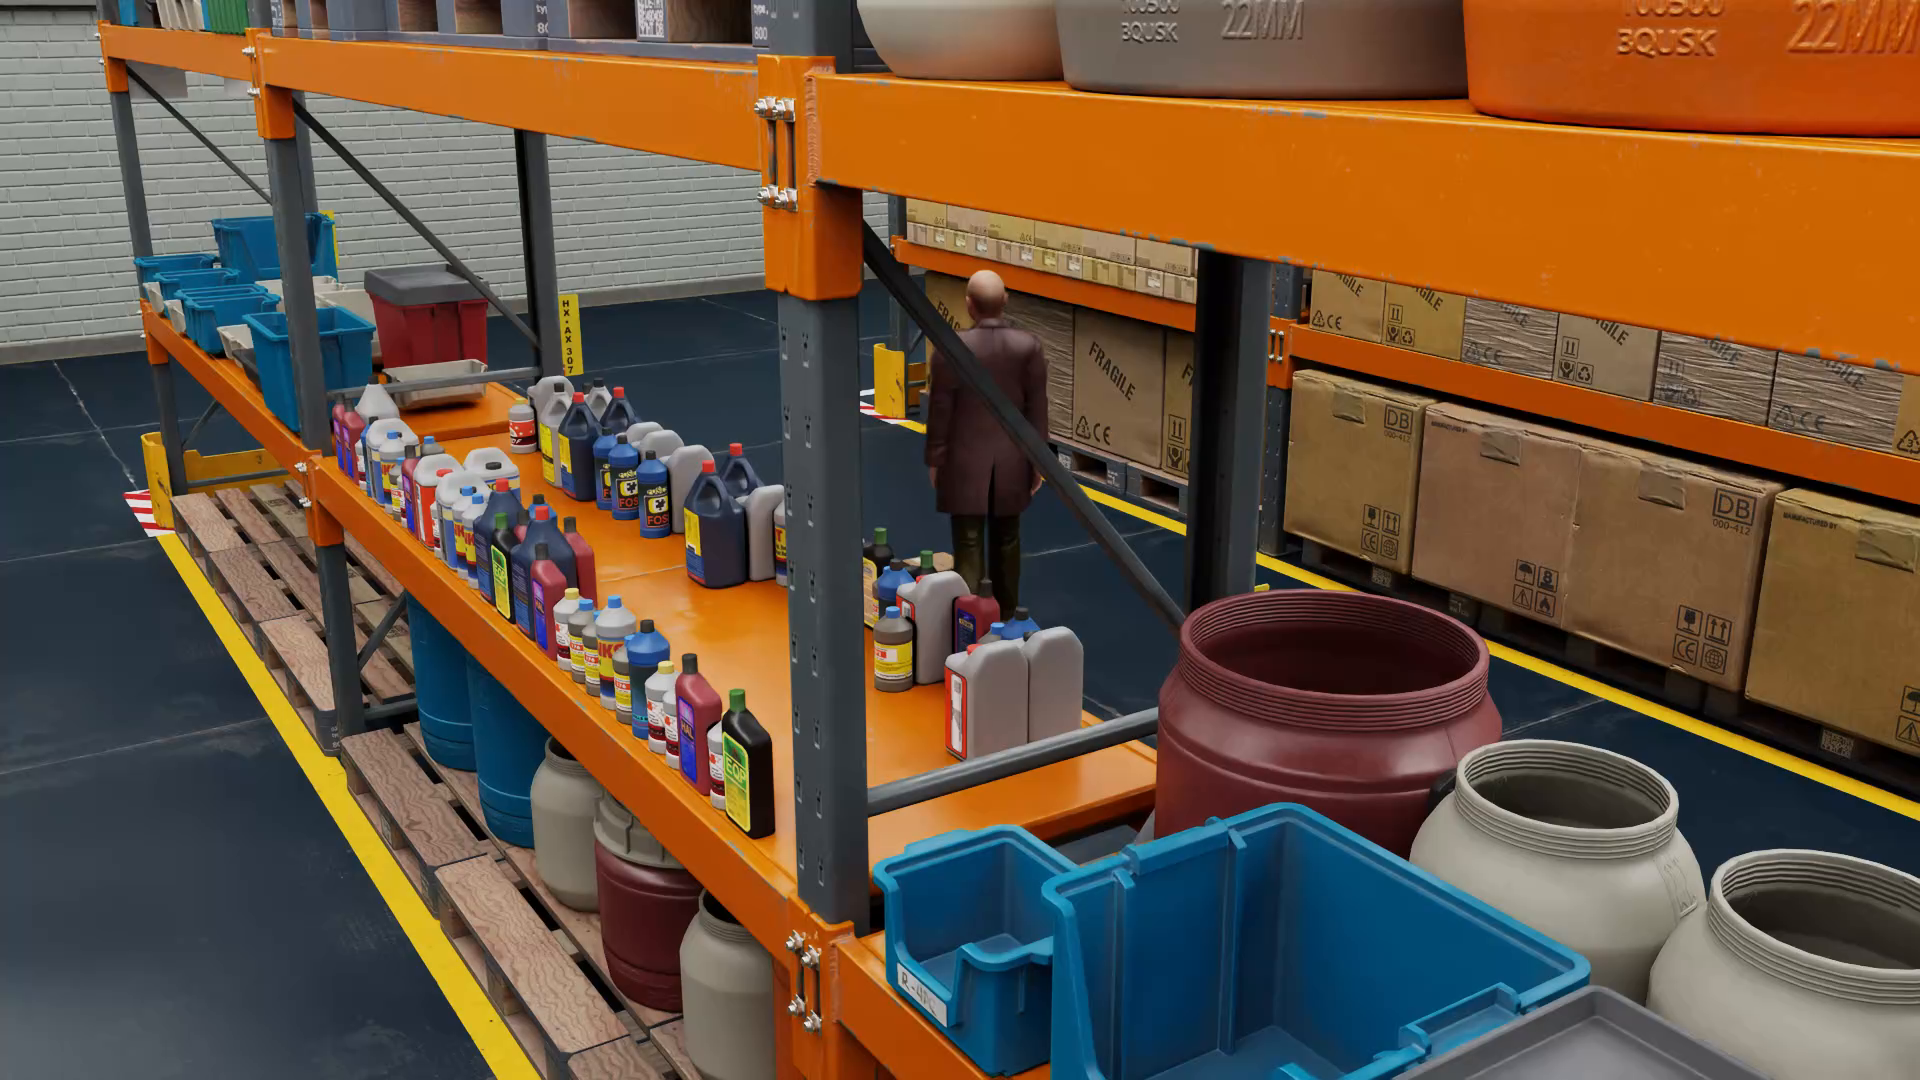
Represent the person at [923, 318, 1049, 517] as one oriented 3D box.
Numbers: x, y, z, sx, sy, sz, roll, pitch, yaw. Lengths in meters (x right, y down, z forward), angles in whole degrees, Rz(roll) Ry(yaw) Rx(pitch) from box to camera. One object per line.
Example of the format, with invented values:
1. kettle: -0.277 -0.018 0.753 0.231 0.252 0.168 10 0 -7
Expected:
1. person: 0.114 -0.577 7.630 0.590 0.930 0.424 -4 18 -14
